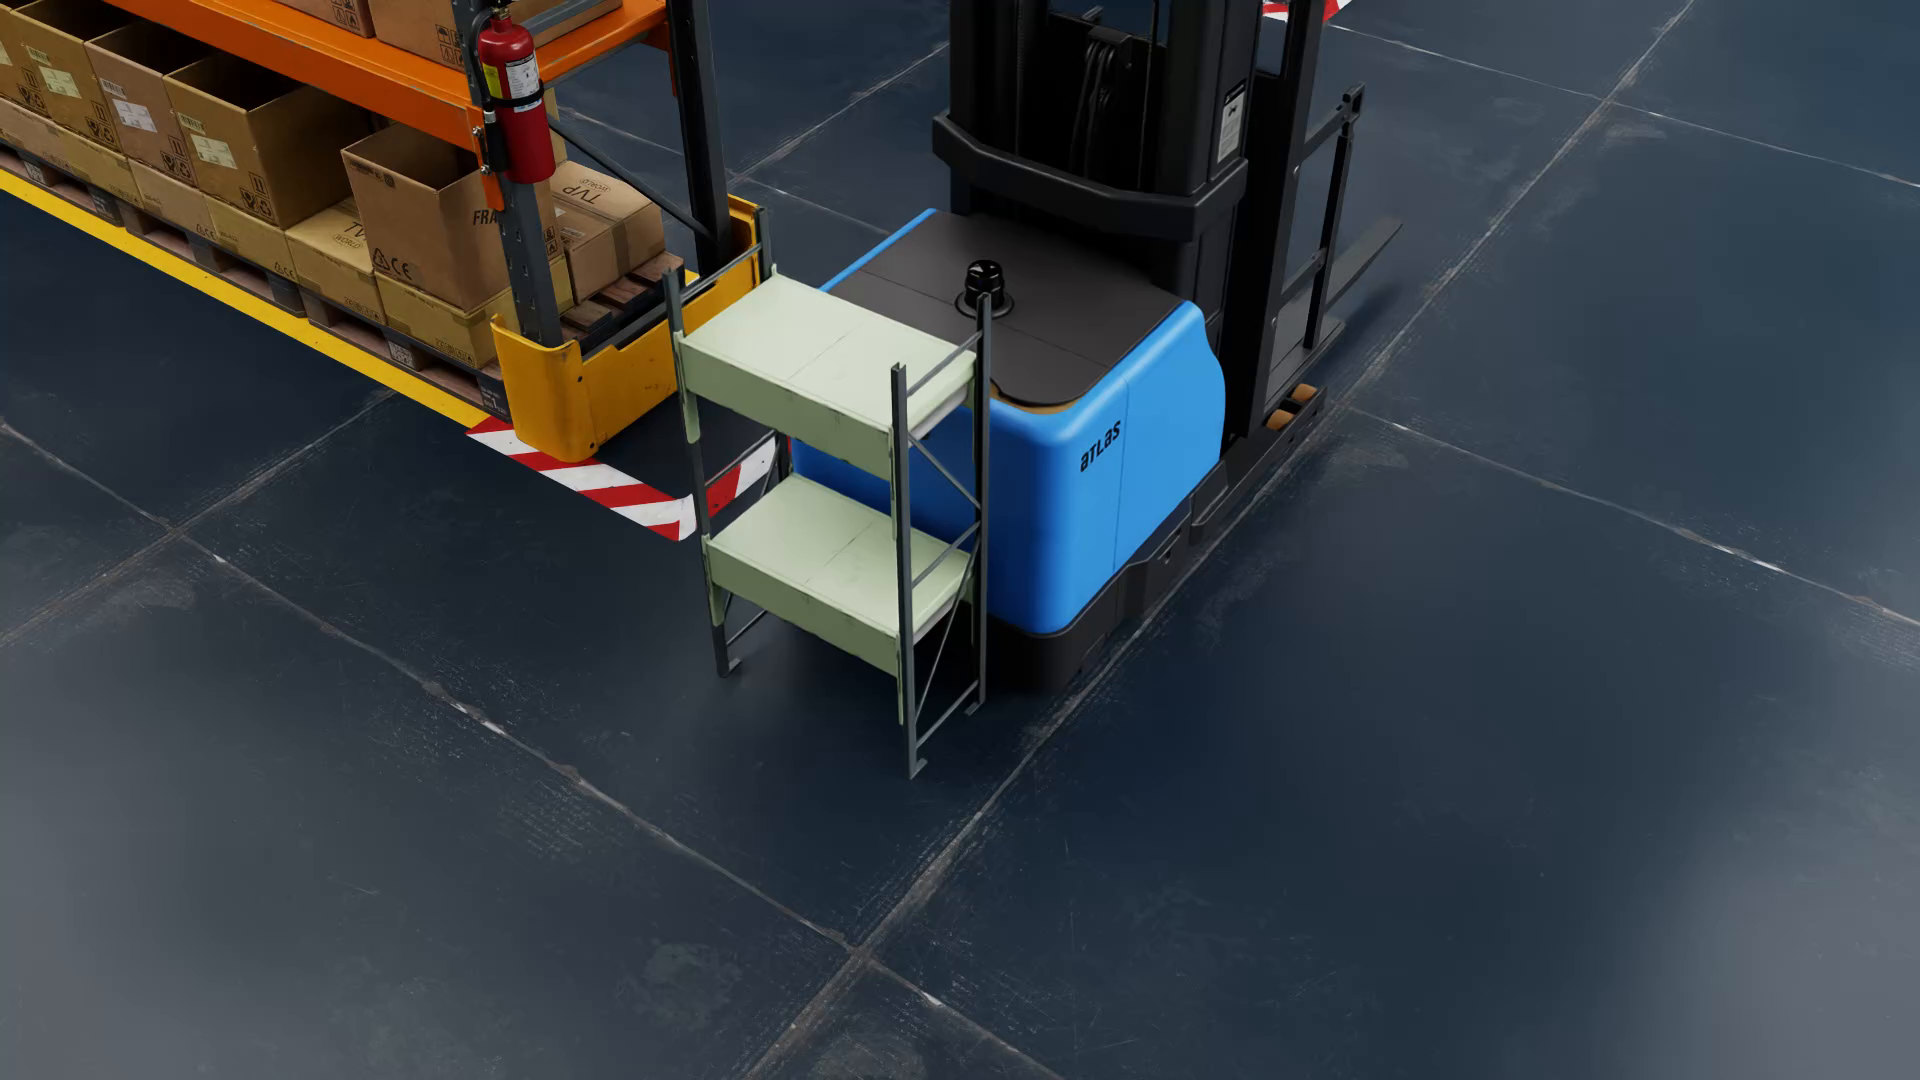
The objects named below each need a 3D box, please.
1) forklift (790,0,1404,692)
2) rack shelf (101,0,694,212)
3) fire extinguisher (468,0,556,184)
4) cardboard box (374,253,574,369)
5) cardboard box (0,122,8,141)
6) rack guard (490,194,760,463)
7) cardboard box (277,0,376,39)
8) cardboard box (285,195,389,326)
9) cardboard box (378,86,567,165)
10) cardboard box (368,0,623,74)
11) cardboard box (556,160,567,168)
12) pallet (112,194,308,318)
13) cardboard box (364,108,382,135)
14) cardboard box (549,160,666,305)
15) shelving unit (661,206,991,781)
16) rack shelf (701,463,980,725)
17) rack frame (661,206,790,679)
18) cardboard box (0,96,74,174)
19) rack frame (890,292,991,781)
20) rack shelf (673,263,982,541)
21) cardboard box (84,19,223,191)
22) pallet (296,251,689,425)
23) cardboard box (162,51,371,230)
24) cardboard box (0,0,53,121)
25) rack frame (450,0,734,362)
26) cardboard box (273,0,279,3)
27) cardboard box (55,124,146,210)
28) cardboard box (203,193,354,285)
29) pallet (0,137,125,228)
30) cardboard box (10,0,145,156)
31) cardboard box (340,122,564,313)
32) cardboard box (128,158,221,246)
[{"bbox_3d":[0.708,-1.570,5.306,1.130,2.935,3.031,25,47,25],"label":"forklift"},{"bbox_3d":[-2.863,-2.271,6.578,4.000,0.370,1.077,25,48,25],"label":"rack shelf"},{"bbox_3d":[-1.396,-1.446,5.175,0.183,0.674,0.296,25,48,25],"label":"fire extinguisher"},{"bbox_3d":[-1.835,-0.950,6.309,0.500,0.250,0.500,25,48,25],"label":"cardboard box"},{"bbox_3d":[-4.295,-2.094,7.588,0.500,0.250,0.500,25,48,25],"label":"cardboard box"},{"bbox_3d":[-1.206,-0.833,6.306,0.348,0.500,1.175,25,48,25],"label":"rack guard"},{"bbox_3d":[-2.034,-2.195,5.879,0.500,0.500,0.700,26,48,26],"label":"cardboard box"},{"bbox_3d":[-2.251,-1.134,6.515,0.500,0.250,0.500,25,48,25],"label":"cardboard box"},{"bbox_3d":[-1.948,-1.702,6.588,0.500,0.500,0.500,25,48,25],"label":"cardboard box"},{"bbox_3d":[-1.601,-1.997,5.657,0.500,0.500,0.700,25,48,25],"label":"cardboard box"},{"bbox_3d":[-1.949,-1.422,6.836,0.500,0.250,0.500,25,48,25],"label":"cardboard box"},{"bbox_3d":[-2.871,-1.472,7.237,1.213,0.211,1.003,25,48,25],"label":"pallet"},{"bbox_3d":[-2.365,-1.887,6.794,0.500,0.500,0.500,25,48,25],"label":"cardboard box"},{"bbox_3d":[-1.537,-1.232,6.625,0.500,0.250,0.500,25,48,25],"label":"cardboard box"},{"bbox_3d":[-0.344,-0.094,4.731,0.755,1.500,0.431,25,47,25],"label":"shelving unit"},{"bbox_3d":[-0.344,0.149,4.948,0.720,0.370,0.431,25,47,25],"label":"rack shelf"},{"bbox_3d":[-0.644,-0.233,4.886,0.023,1.500,0.400,25,47,25],"label":"rack frame"},{"bbox_3d":[-3.889,-1.900,7.371,0.500,0.250,0.500,25,48,25],"label":"cardboard box"},{"bbox_3d":[-0.043,0.045,4.575,0.023,1.500,0.400,25,47,25],"label":"rack frame"},{"bbox_3d":[-0.344,-0.385,4.470,0.720,0.370,0.431,25,47,25],"label":"rack shelf"},{"bbox_3d":[-3.072,-1.795,6.691,0.500,0.500,0.500,25,48,25],"label":"cardboard box"},{"bbox_3d":[-1.876,-1.005,6.714,1.213,0.211,1.003,25,48,25],"label":"pallet"},{"bbox_3d":[-2.663,-1.603,6.476,0.500,0.500,0.500,25,48,25],"label":"cardboard box"},{"bbox_3d":[-3.887,-2.181,7.123,0.500,0.500,0.500,25,48,25],"label":"cardboard box"},{"bbox_3d":[-1.226,-1.774,5.483,0.127,3.000,1.000,25,48,25],"label":"rack frame"},{"bbox_3d":[-2.437,-2.388,6.095,0.500,0.500,0.700,25,48,26],"label":"cardboard box"},{"bbox_3d":[-3.483,-1.705,7.154,0.500,0.250,0.500,25,48,25],"label":"cardboard box"},{"bbox_3d":[-2.661,-1.325,6.728,0.500,0.250,0.500,25,48,25],"label":"cardboard box"},{"bbox_3d":[-3.874,-1.939,7.758,1.213,0.211,1.003,25,48,25],"label":"pallet"},{"bbox_3d":[-3.482,-1.985,6.904,0.500,0.500,0.500,25,48,25],"label":"cardboard box"},{"bbox_3d":[-1.836,-1.228,6.057,0.500,0.500,0.500,25,48,25],"label":"cardboard box"},{"bbox_3d":[-3.070,-1.517,6.943,0.500,0.250,0.500,25,48,25],"label":"cardboard box"}]
